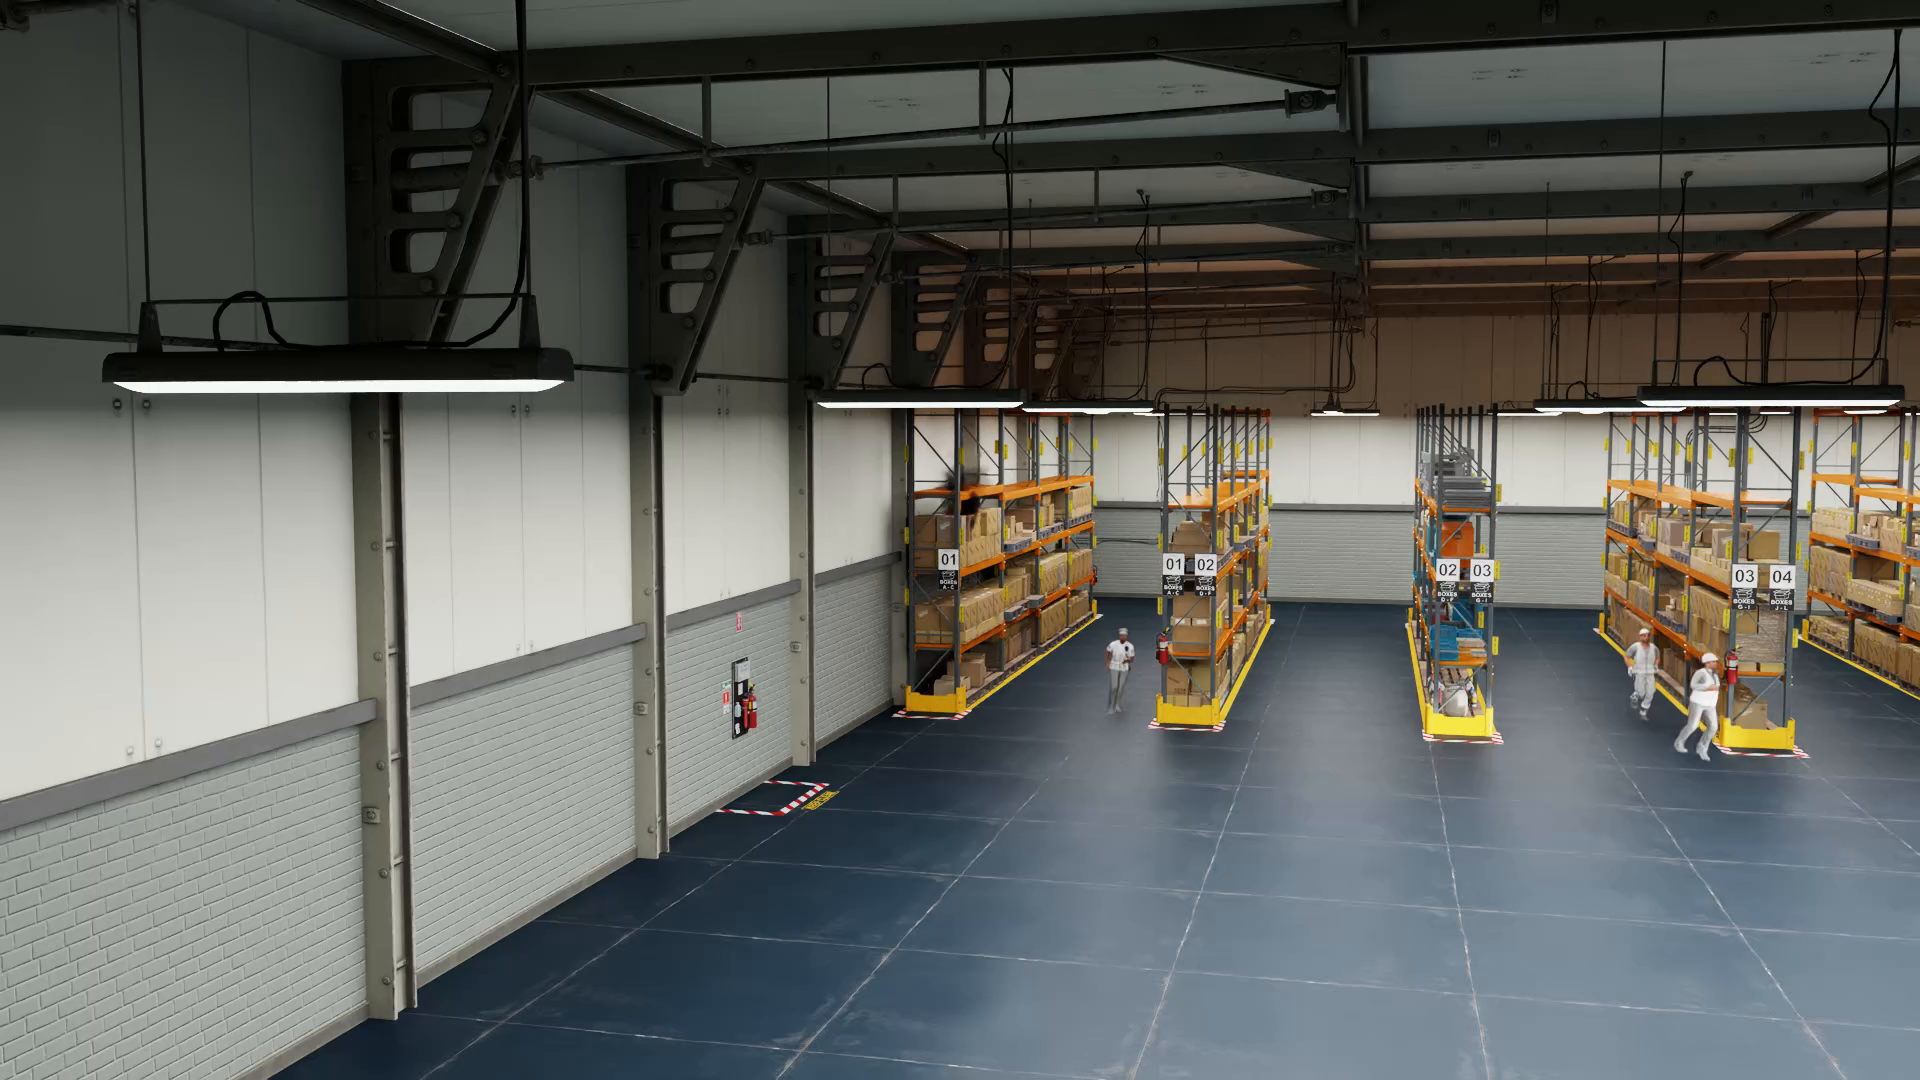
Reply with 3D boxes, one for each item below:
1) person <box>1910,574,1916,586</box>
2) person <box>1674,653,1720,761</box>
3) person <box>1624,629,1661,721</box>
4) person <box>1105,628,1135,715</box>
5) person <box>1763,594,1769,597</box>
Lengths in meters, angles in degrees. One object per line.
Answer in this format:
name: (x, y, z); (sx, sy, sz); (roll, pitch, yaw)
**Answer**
person: (25.034, 1.710, 43.851); (0.592, 1.633, 0.586); (1, 4, 14)
person: (12.611, 2.807, 28.189); (0.673, 1.798, 0.725); (-1, 4, -19)
person: (13.023, 2.554, 31.674); (0.657, 1.743, 0.588); (0, 4, 4)
person: (3.112, 2.557, 32.335); (0.559, 1.724, 0.706); (0, 4, 2)
person: (20.636, 1.750, 42.990); (0.742, 1.692, 0.548); (3, 5, 31)
